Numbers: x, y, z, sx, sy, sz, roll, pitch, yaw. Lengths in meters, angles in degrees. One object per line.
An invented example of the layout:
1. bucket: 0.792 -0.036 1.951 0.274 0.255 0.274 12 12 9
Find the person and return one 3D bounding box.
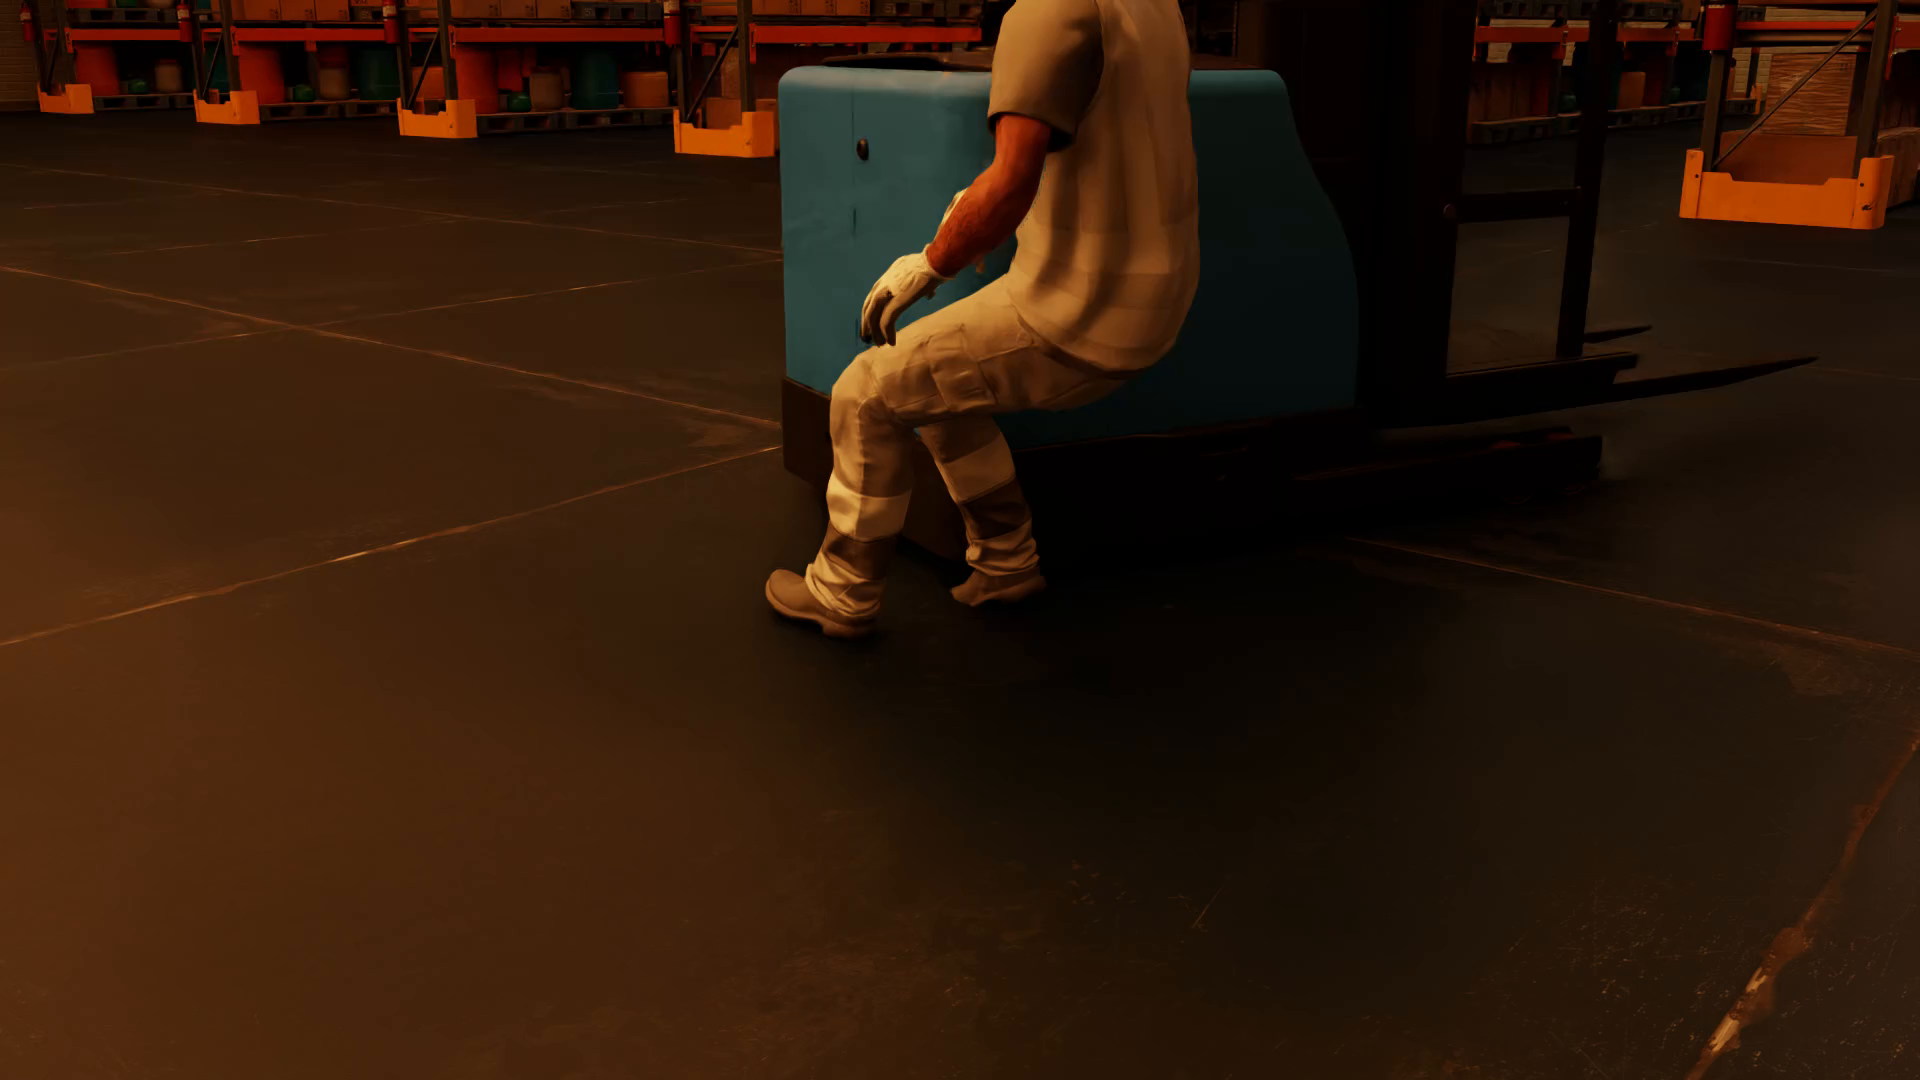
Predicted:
1. person: -0.021 -0.488 3.026 0.898 1.566 0.787 6 18 19

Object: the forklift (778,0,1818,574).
1. forklift: 1.086 -1.615 4.218 3.031 2.935 1.130 -9 19 -27
